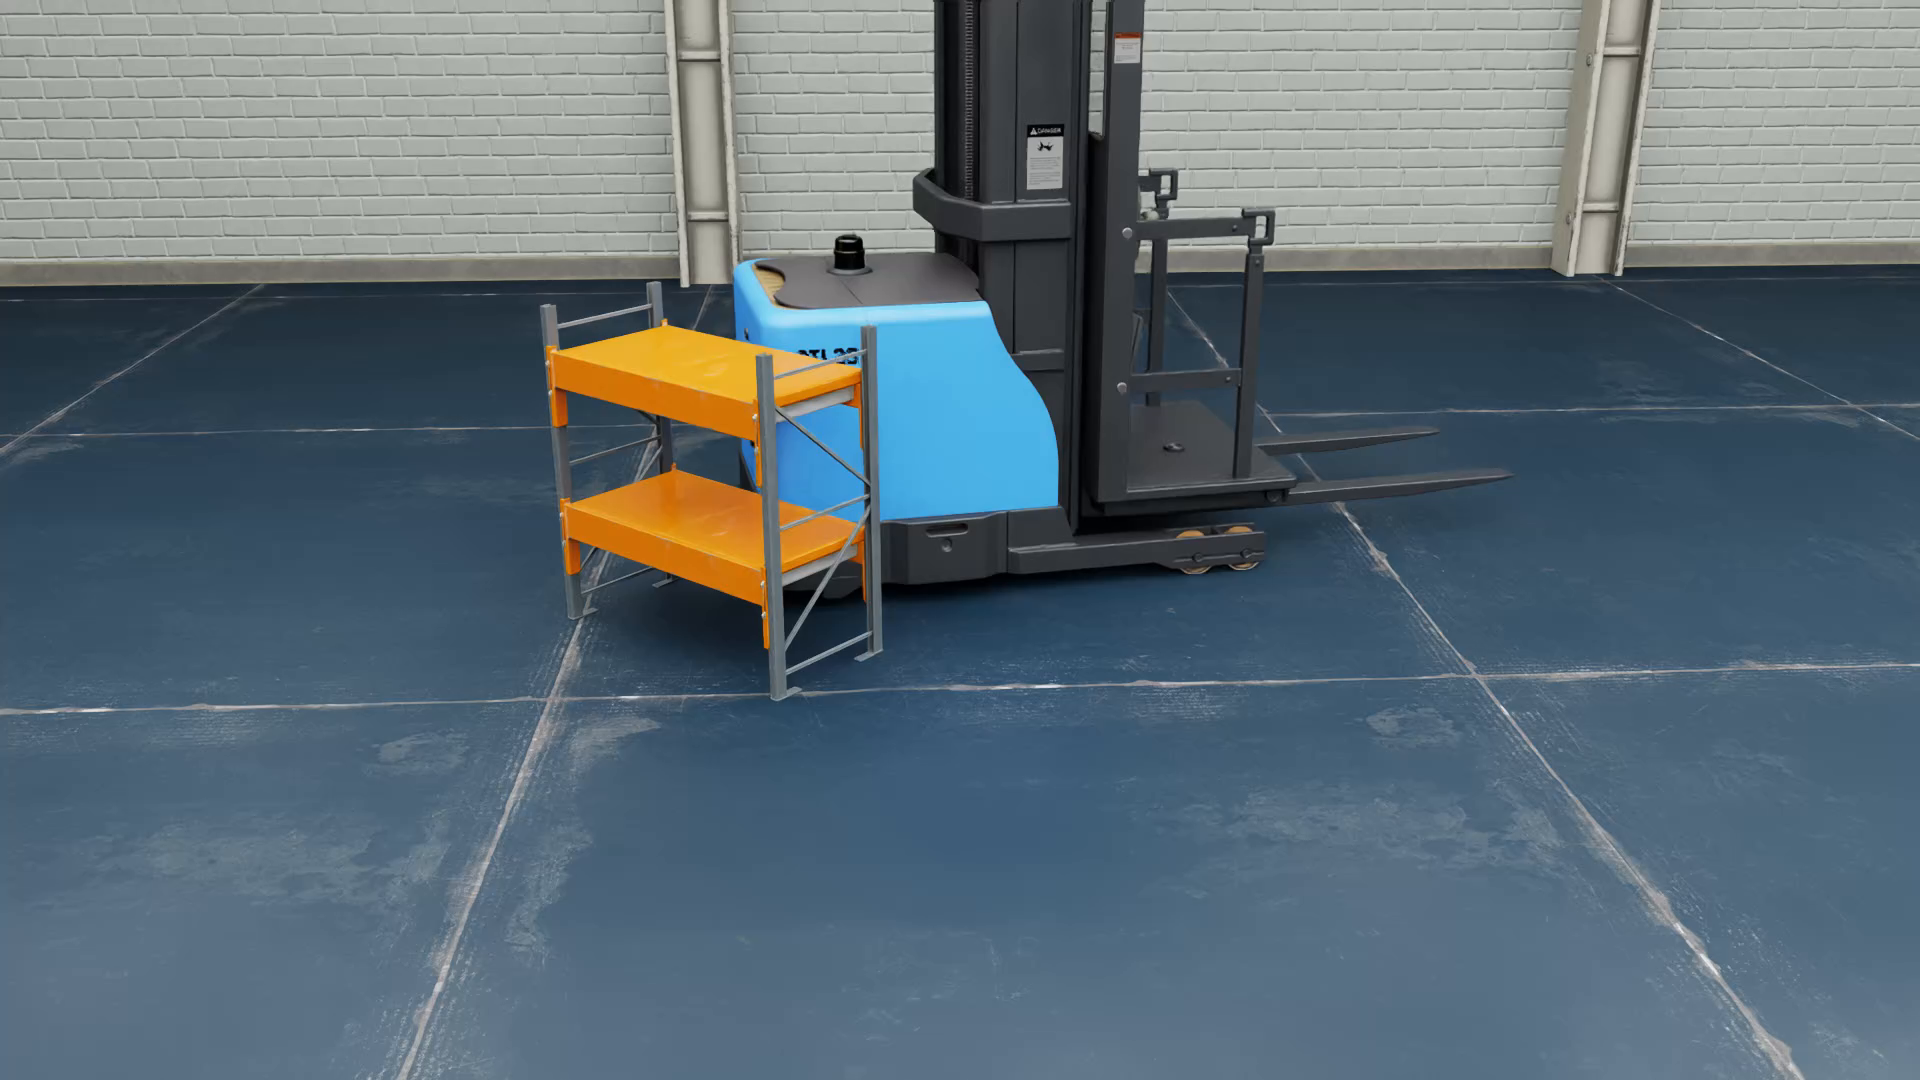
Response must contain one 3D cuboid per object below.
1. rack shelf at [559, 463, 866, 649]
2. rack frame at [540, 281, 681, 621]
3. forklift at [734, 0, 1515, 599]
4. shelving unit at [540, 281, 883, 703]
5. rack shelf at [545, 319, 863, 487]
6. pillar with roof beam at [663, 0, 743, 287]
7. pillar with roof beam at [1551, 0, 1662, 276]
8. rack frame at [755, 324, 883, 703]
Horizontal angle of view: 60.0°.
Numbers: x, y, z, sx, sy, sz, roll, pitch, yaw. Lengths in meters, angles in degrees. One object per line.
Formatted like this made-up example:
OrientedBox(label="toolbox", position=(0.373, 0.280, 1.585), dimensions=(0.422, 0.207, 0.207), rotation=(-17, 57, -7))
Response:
OrientedBox(label="rack shelf", position=(-0.825, 0.031, 5.647), dimensions=(1.000, 0.278, 0.538), rotation=(16, 26, 36))
OrientedBox(label="rack frame", position=(-1.218, -0.313, 5.861), dimensions=(0.032, 1.125, 0.500), rotation=(16, 26, 36))
OrientedBox(label="forklift", position=(0.682, -1.416, 6.220), dimensions=(3.031, 2.935, 1.130), rotation=(-5, 21, -12))
OrientedBox(label="shelving unit", position=(-0.825, -0.198, 5.560), dimensions=(1.048, 1.125, 0.538), rotation=(16, 26, 36))
OrientedBox(label="rack shelf", position=(-0.825, -0.471, 5.456), dimensions=(1.000, 0.278, 0.538), rotation=(16, 26, 36))
OrientedBox(label="pillar with roof beam", position=(-1.419, -4.413, 5.564), dimensions=(0.400, 9.000, 9.100), rotation=(-1, 21, -3))
OrientedBox(label="pillar with roof beam", position=(4.572, -4.535, 5.884), dimensions=(0.400, 9.000, 9.100), rotation=(-1, 21, -3))
OrientedBox(label="rack frame", position=(-0.432, -0.083, 5.258), dimensions=(0.032, 1.125, 0.500), rotation=(16, 26, 36))
